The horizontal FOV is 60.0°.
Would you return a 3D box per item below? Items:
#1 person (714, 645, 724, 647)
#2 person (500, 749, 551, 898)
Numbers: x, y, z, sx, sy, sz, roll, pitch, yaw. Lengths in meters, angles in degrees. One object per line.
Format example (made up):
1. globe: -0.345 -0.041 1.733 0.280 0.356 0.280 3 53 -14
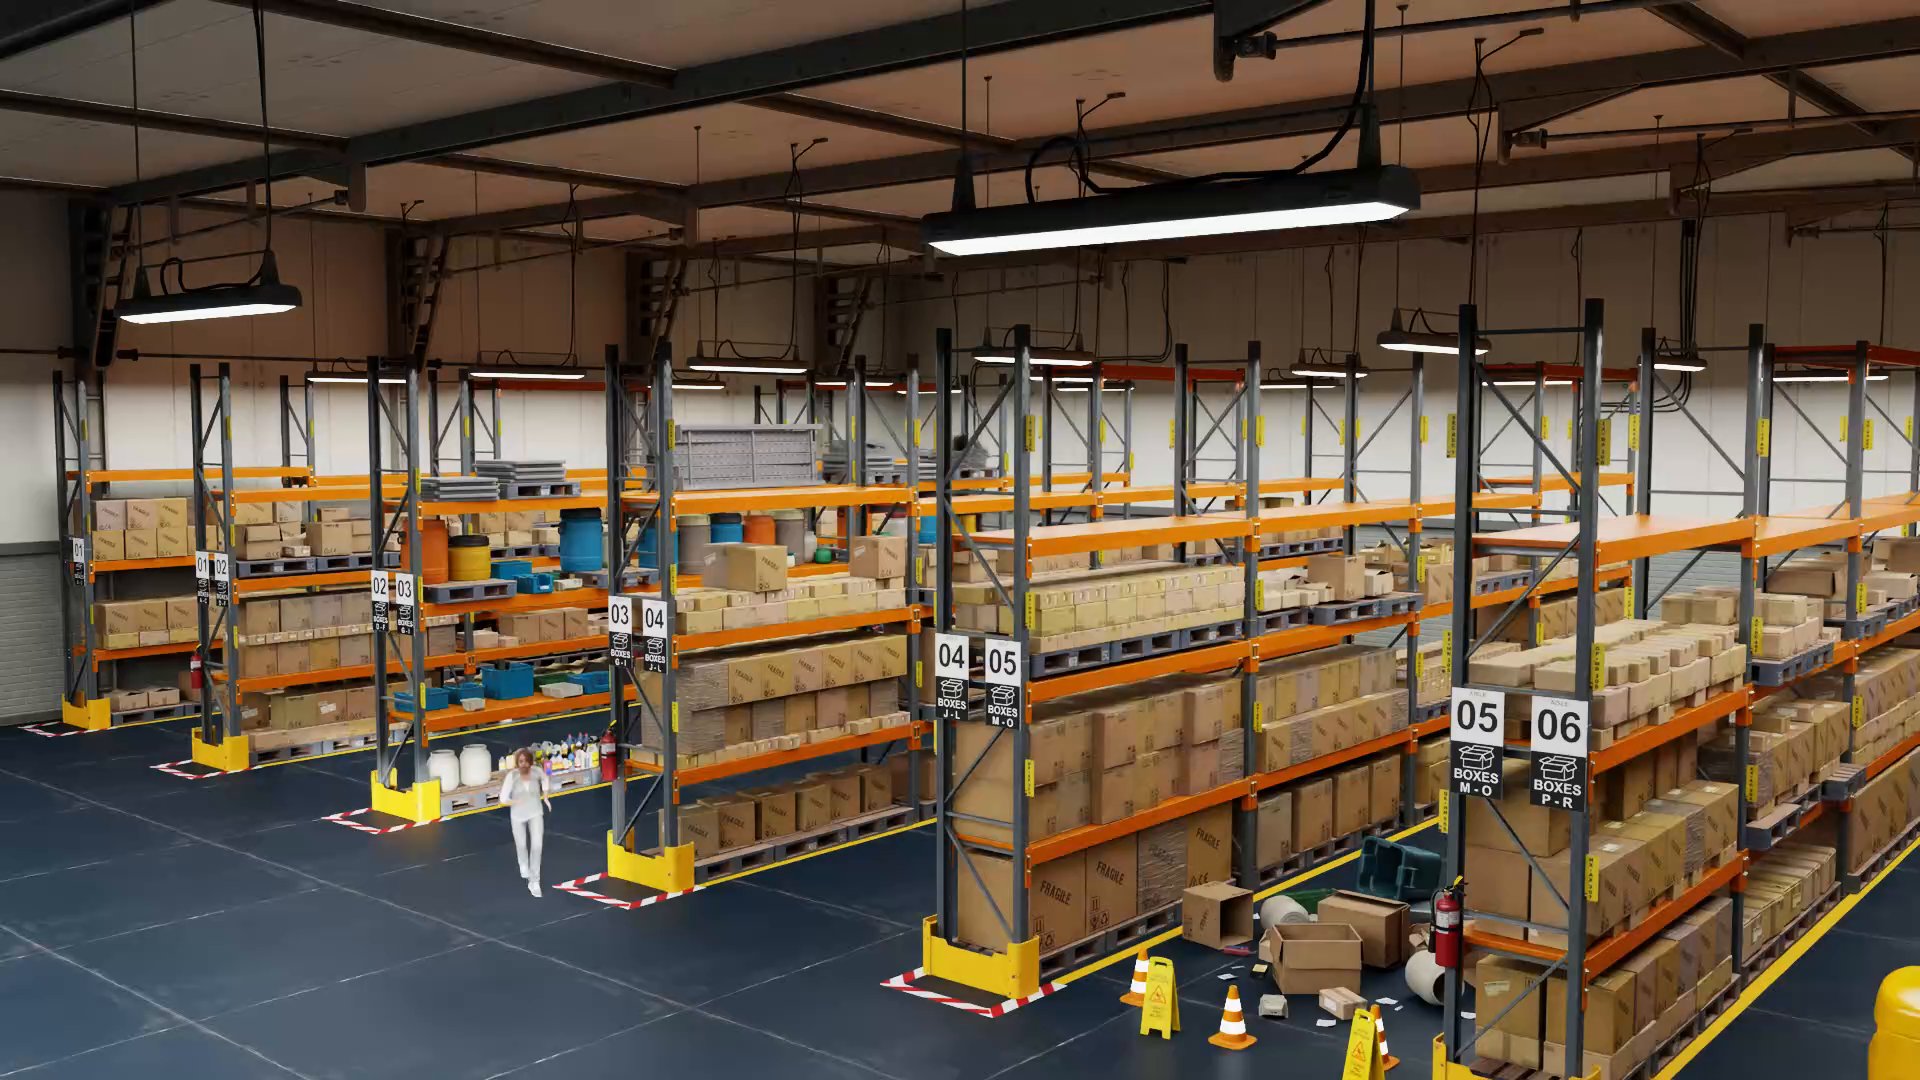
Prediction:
1. person: -4.187 2.122 29.716 0.676 1.757 0.878 2 5 28
2. person: -4.772 3.066 18.277 0.547 1.574 0.895 -1 4 -16
